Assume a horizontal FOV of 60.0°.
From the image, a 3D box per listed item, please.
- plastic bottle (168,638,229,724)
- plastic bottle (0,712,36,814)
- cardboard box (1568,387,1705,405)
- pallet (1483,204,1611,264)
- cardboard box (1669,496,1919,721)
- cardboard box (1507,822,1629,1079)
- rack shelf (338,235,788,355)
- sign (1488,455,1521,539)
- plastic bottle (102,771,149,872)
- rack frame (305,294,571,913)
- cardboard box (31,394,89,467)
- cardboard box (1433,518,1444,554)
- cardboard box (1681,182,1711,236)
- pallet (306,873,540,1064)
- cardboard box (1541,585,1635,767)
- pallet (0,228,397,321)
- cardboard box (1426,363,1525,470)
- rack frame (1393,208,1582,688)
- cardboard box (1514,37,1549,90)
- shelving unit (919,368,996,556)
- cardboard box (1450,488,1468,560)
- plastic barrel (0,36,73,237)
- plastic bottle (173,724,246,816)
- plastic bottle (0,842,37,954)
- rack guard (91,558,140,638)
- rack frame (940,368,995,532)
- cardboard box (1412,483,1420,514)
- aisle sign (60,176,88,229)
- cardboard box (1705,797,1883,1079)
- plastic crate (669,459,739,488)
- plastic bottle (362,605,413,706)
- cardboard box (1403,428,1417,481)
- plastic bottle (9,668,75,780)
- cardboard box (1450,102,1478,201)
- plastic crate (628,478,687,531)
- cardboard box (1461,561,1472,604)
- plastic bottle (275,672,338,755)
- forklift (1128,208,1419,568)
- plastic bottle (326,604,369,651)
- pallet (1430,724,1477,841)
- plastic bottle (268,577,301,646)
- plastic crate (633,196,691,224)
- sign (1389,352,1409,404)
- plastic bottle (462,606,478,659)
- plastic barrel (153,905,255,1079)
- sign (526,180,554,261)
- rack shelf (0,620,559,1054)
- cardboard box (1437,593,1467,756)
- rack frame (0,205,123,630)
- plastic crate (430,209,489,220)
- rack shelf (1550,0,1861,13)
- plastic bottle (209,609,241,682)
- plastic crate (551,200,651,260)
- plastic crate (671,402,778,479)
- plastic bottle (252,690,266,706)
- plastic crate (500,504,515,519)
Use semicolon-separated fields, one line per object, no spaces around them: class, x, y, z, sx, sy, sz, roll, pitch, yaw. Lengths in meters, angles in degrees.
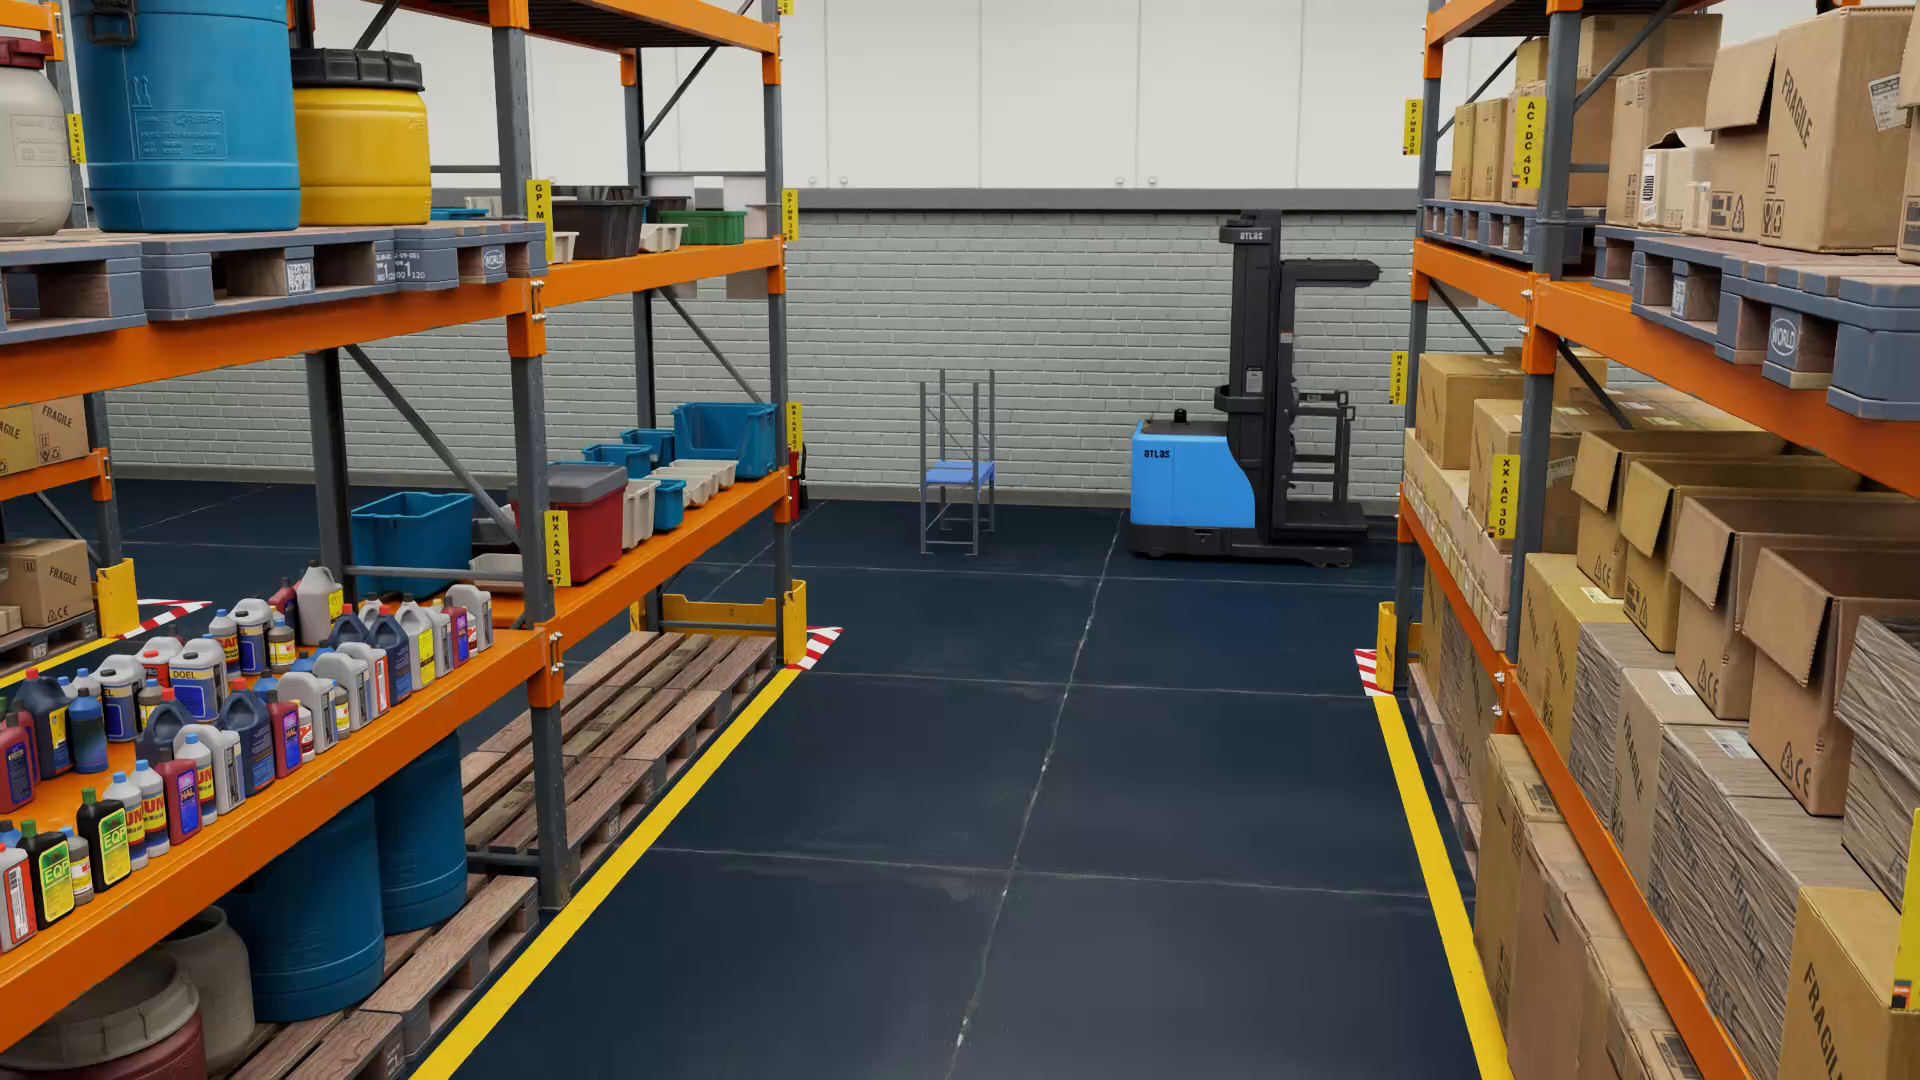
plastic bottle;-2.690;0.495;5.872;0.152;0.276;0.135;2;12;9
plastic bottle;-2.878;0.672;5.030;0.061;0.283;0.133;2;12;9
cardboard box;3.129;-0.428;7.728;0.500;0.500;0.500;1;12;7
pallet;2.780;-1.280;6.903;1.003;0.211;1.213;2;12;9
cardboard box;2.357;0.179;4.423;0.797;0.503;0.637;2;12;10
cardboard box;2.429;1.466;5.116;1.225;0.875;0.875;1;12;7
rack shelf;-1.942;-1.378;8.857;1.077;0.370;4.000;2;12;9
sign;2.095;-0.167;6.403;0.100;0.325;0.005;2;12;9
plastic bottle;-2.307;0.773;4.591;0.097;0.271;0.097;0;12;0
rack frame;-2.250;0.153;7.166;1.000;3.000;0.127;2;12;9
cardboard box;-6.329;-0.788;11.294;0.500;0.500;0.500;2;12;10
cardboard box;2.643;-0.013;8.532;0.380;0.149;0.250;2;12;7
cardboard box;2.267;-0.931;4.671;0.380;0.149;0.250;1;12;6
pallet;-2.410;1.675;6.720;1.003;0.211;1.213;2;12;9
cardboard box;2.250;0.456;5.518;0.500;0.500;0.500;2;12;9
pallet;-2.446;-0.819;5.002;1.003;0.211;1.213;2;12;9
cardboard box;2.768;-0.655;8.783;0.500;0.500;0.500;2;12;7
rack frame;3.259;-0.520;10.285;1.000;3.000;0.127;2;12;9
cardboard box;2.939;-2.235;7.875;0.500;0.250;0.500;1;12;7
shelving unit;-0.013;-0.715;14.753;0.538;1.500;1.048;2;12;9
cardboard box;2.608;-0.074;7.865;0.500;0.250;0.500;2;12;10
plastic barrel;-2.742;-1.127;4.662;0.433;0.535;0.433;0;12;0
plastic bottle;-2.266;0.678;5.024;0.152;0.276;0.135;2;12;9
plastic bottle;-2.408;0.870;4.131;0.152;0.276;0.135;2;12;9
rack guard;-6.540;0.396;11.968;1.175;0.500;0.348;2;12;9
rack frame;0.065;-0.821;15.244;0.500;1.500;0.032;2;12;9
cardboard box;2.801;-0.227;9.522;0.380;0.149;0.250;2;12;7
aisle sign;-6.216;-2.117;11.524;0.394;0.787;0.004;2;12;9
cardboard box;1.942;0.882;3.541;0.500;0.500;0.500;2;12;8
plastic crate;-1.581;-0.405;10.236;0.396;0.136;0.243;2;12;9
plastic bottle;-2.097;0.417;6.055;0.144;0.351;0.185;2;12;9
cardboard box;2.919;-0.501;9.846;0.500;0.250;0.500;2;12;7
plastic bottle;-2.934;0.575;5.321;0.144;0.351;0.185;2;12;9
cardboard box;3.026;-2.066;8.868;0.700;0.500;0.500;1;12;7
plastic crate;-1.697;-0.192;9.018;0.416;0.233;0.300;2;12;9
cardboard box;2.486;0.201;7.536;0.380;0.149;0.250;2;12;10
plastic bottle;-2.181;0.563;5.555;0.152;0.276;0.135;2;12;9
forklift;3.010;-1.321;14.164;3.031;2.935;1.130;2;12;9
plastic bottle;-2.239;0.412;6.077;0.144;0.351;0.185;2;12;9
pallet;3.023;1.266;8.619;1.003;0.211;1.213;2;12;9
plastic bottle;-2.749;0.300;6.759;0.061;0.283;0.133;2;12;9
plastic crate;-1.970;-2.011;10.397;0.497;0.269;0.590;2;12;9
sign;2.712;-1.001;10.274;0.100;0.325;0.005;2;12;9
plastic bottle;-1.982;0.367;6.641;0.097;0.201;0.097;0;12;0
plastic barrel;-2.635;1.538;5.645;0.421;0.512;0.421;0;12;0
sign;-1.707;-1.300;6.764;0.100;0.325;0.005;2;12;9
rack shelf;-2.558;0.921;5.310;1.077;0.370;4.000;2;12;9
cardboard box;3.100;0.639;8.955;0.875;0.875;0.875;2;12;9
rack frame;-6.529;-0.841;11.778;1.000;3.000;0.127;2;12;9
plastic crate;-2.425;-1.432;7.795;0.416;0.233;0.300;2;12;9
rack shelf;2.336;-1.656;3.975;1.077;0.370;4.000;2;12;9
plastic bottle;-2.799;0.399;6.328;0.097;0.271;0.097;0;12;0
plastic crate;-1.788;-1.500;8.022;0.497;0.269;0.590;2;12;9
plastic crate;-1.502;-0.651;10.668;0.616;0.435;0.499;2;12;9
plastic bottle;-2.253;0.616;5.320;0.097;0.271;0.097;0;12;0
plastic crate;-2.279;-0.120;8.914;0.293;0.136;0.466;2;12;9
